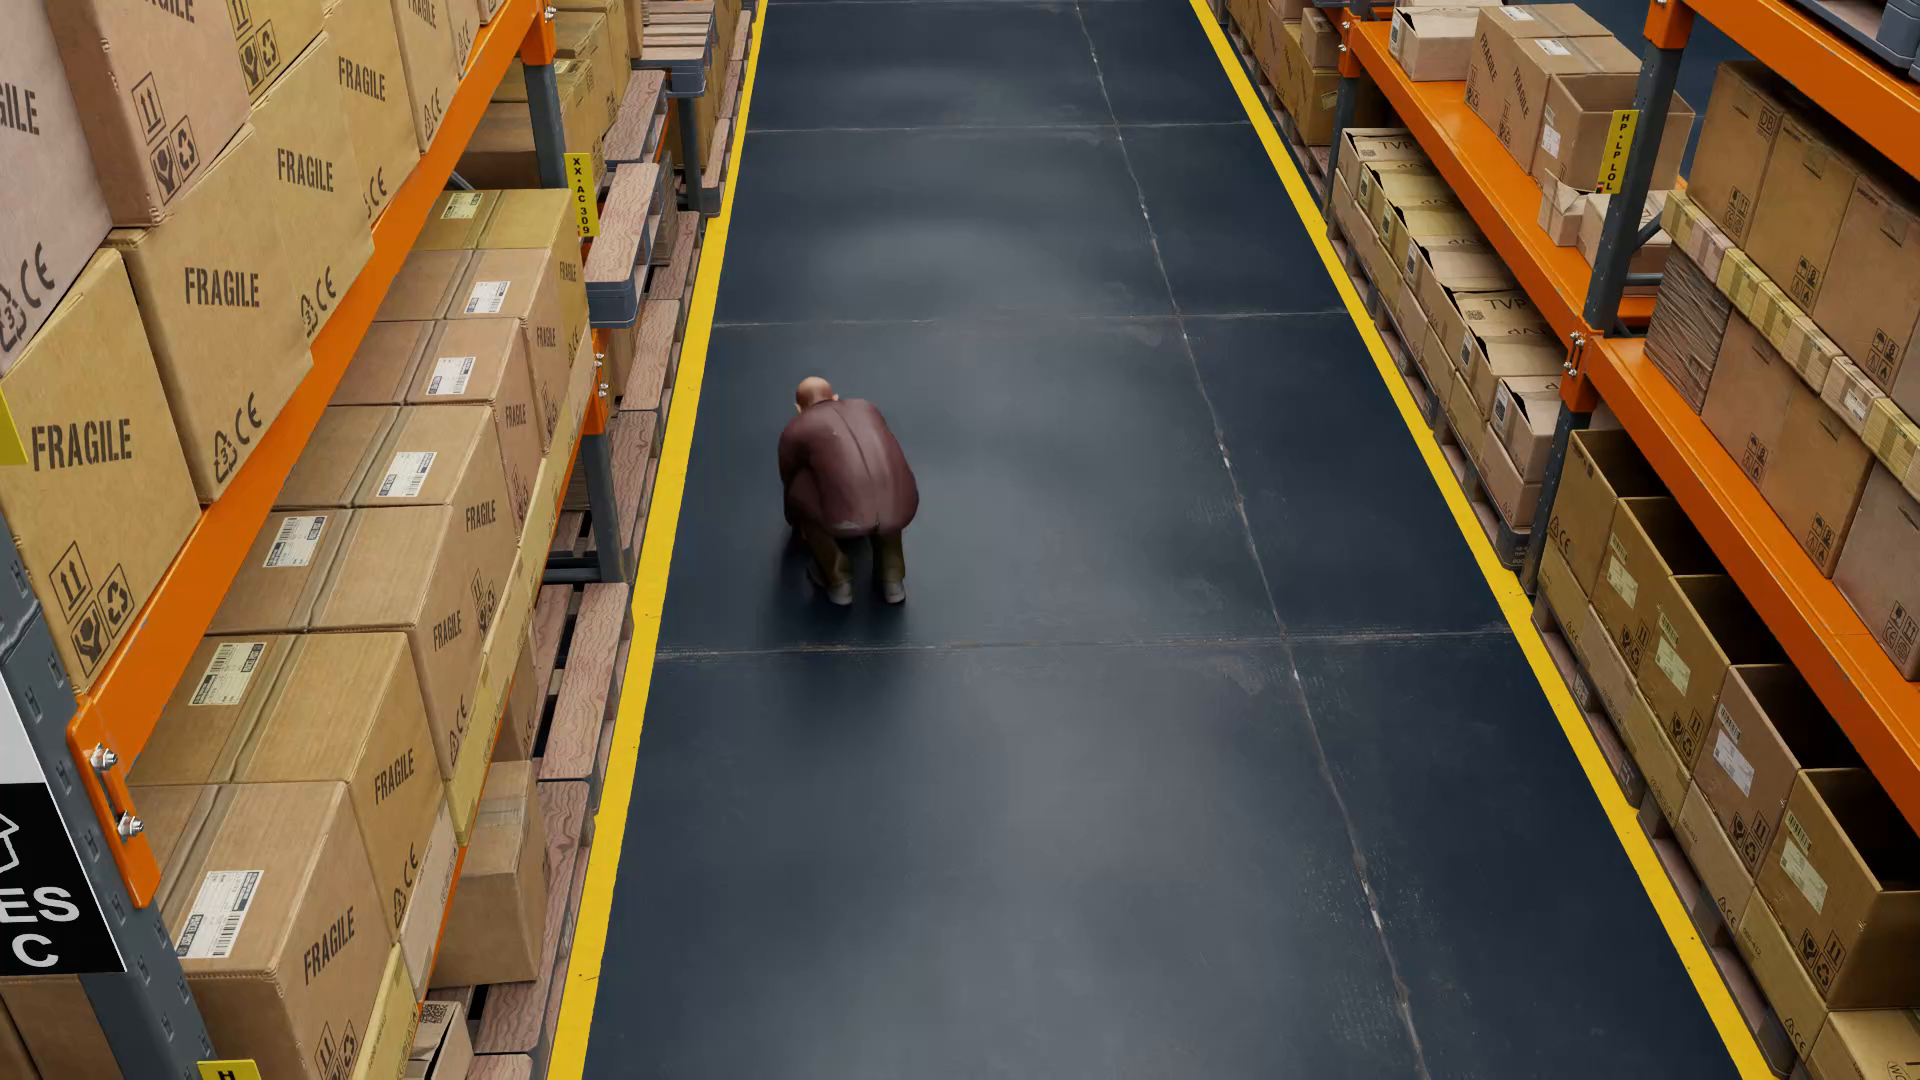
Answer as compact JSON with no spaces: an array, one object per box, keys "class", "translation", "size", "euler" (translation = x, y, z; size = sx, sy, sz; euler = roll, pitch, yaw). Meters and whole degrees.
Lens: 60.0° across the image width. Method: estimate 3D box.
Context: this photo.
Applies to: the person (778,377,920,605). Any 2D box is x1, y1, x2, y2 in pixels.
[{"class":"person","translation":[-0.499,-0.206,7.332],"size":[0.571,0.815,0.978],"euler":[-11,36,-15]}]
